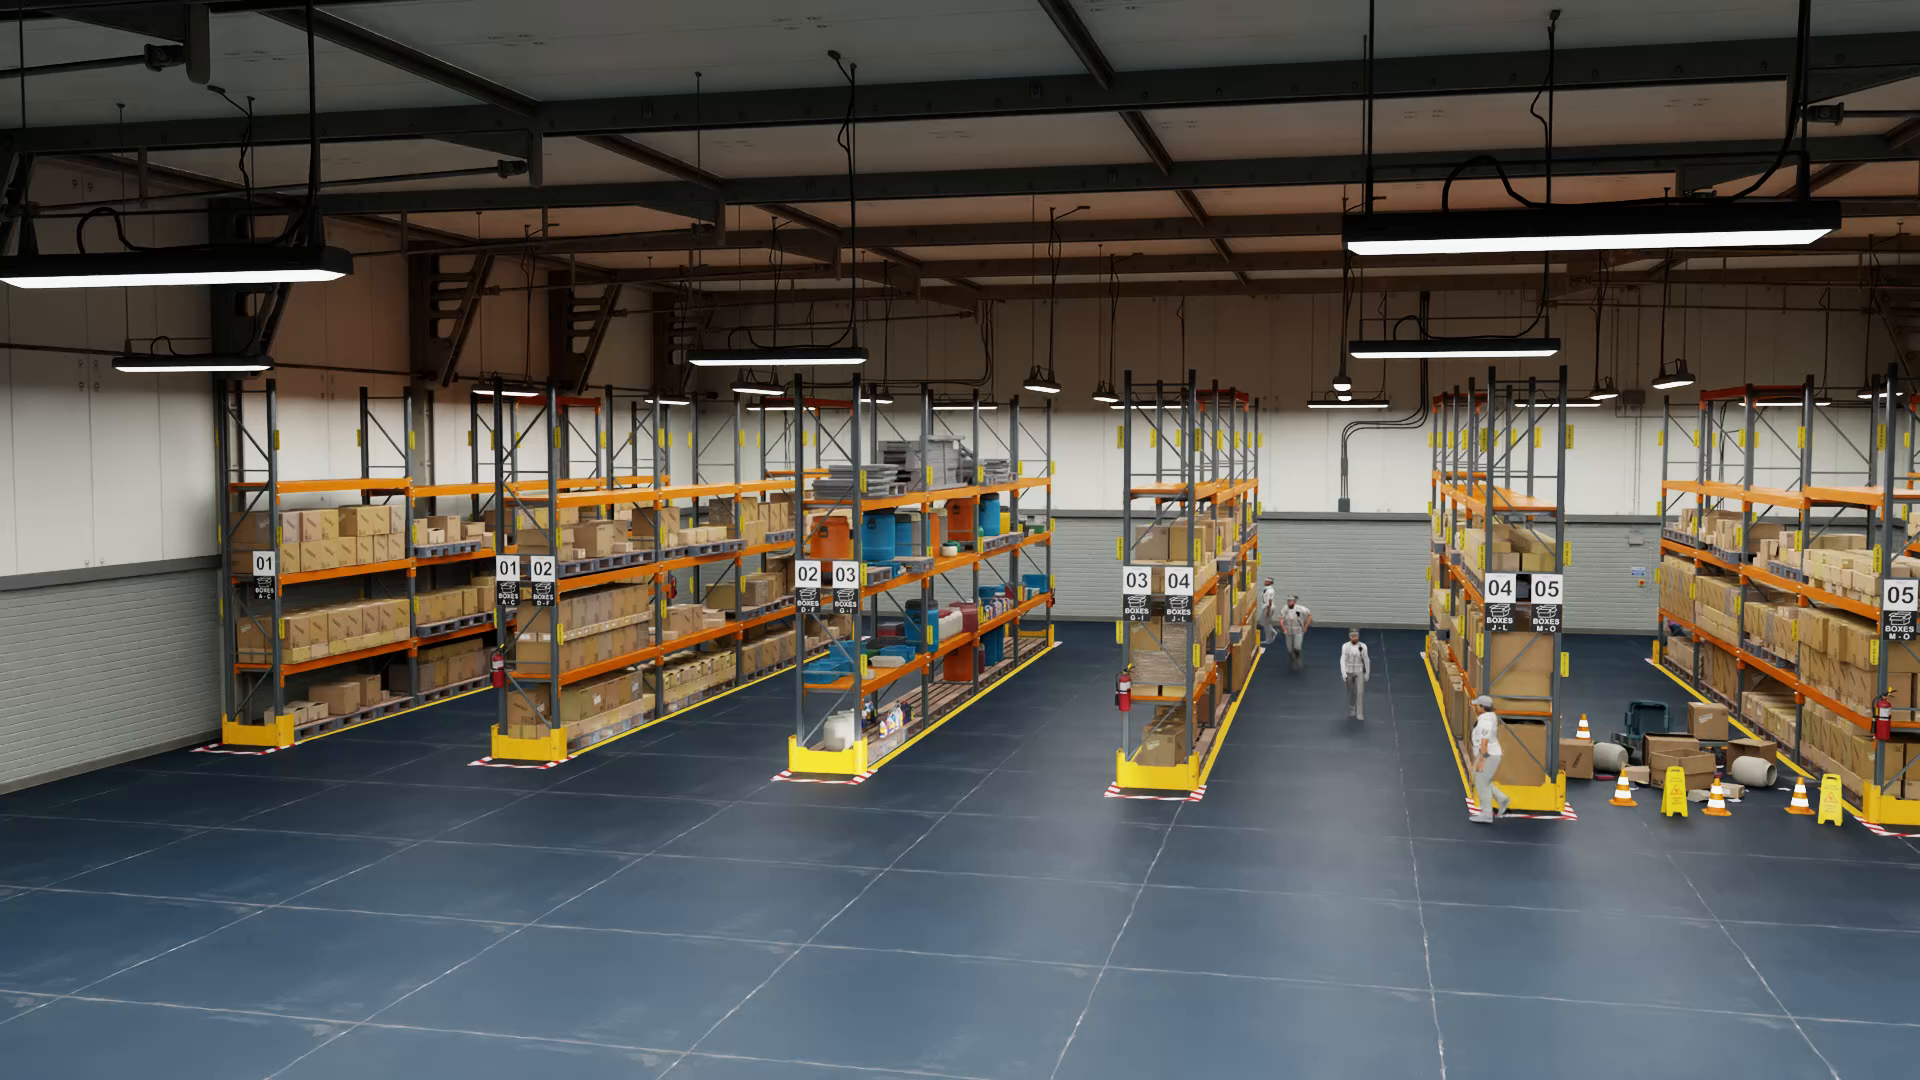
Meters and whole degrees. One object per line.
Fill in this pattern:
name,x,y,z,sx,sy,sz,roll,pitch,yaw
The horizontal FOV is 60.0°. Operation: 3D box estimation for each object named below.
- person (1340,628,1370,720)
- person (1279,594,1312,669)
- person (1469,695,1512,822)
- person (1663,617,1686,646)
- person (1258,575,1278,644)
person,7.043,2.382,29.698,0.505,1.625,0.991,1,4,20
person,7.311,1.990,36.225,0.714,1.687,0.718,1,4,22
person,6.952,2.854,21.776,0.535,1.649,0.476,1,4,19
person,16.540,1.937,38.478,0.409,1.501,0.907,-3,5,-40
person,7.555,1.700,40.690,0.473,1.681,0.480,0,3,3
